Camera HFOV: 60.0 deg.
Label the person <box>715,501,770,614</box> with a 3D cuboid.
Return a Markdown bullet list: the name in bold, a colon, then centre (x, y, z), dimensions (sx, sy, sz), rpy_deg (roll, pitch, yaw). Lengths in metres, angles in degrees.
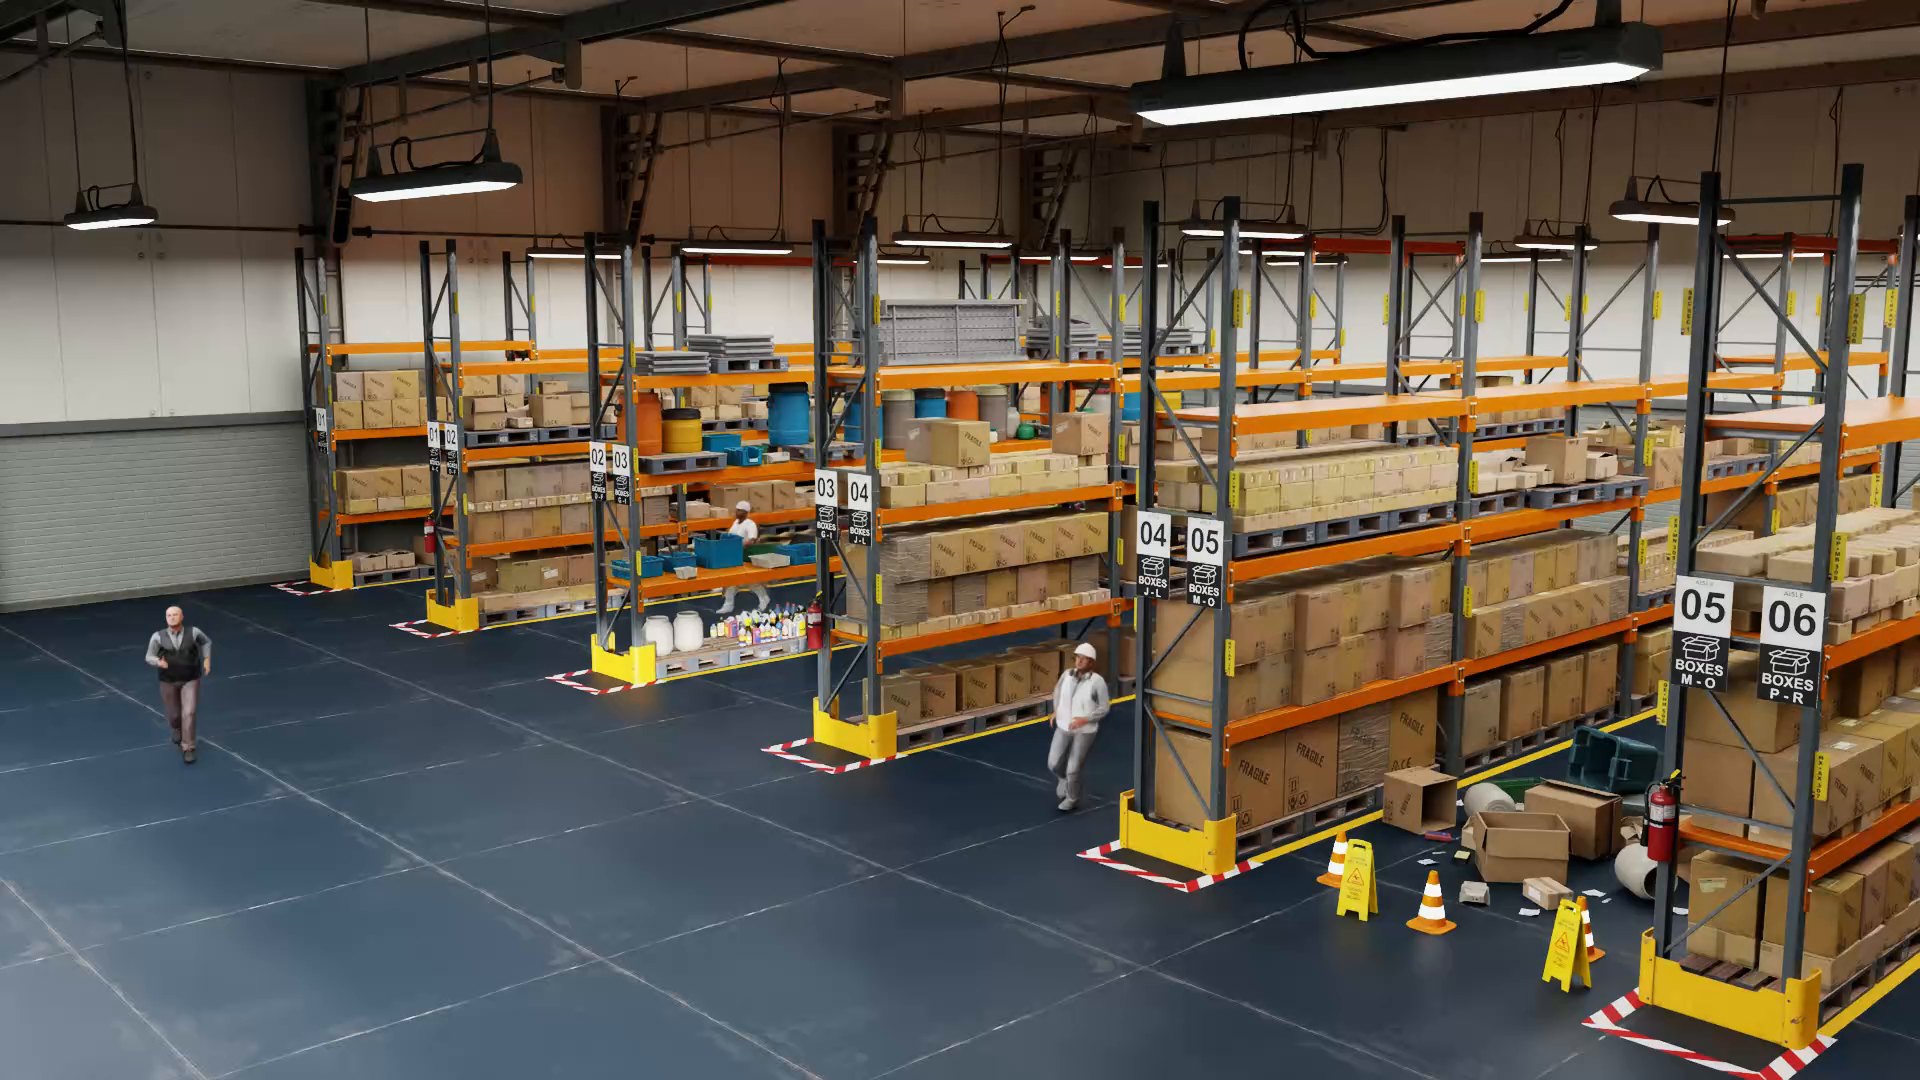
- **person**: centre (-3.415, 0.282, 25.939), dimensions (0.936, 1.776, 0.710), rpy_deg (-7, 11, -41)

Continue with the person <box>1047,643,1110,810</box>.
- **person**: centre (1.175, 1.891, 16.706), dimensions (0.689, 1.721, 0.523), rpy_deg (4, 9, 27)

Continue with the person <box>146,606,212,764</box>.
- **person**: centre (-8.727, 1.583, 18.612), dimensions (0.672, 1.677, 1.054), rpy_deg (-3, 9, -22)
